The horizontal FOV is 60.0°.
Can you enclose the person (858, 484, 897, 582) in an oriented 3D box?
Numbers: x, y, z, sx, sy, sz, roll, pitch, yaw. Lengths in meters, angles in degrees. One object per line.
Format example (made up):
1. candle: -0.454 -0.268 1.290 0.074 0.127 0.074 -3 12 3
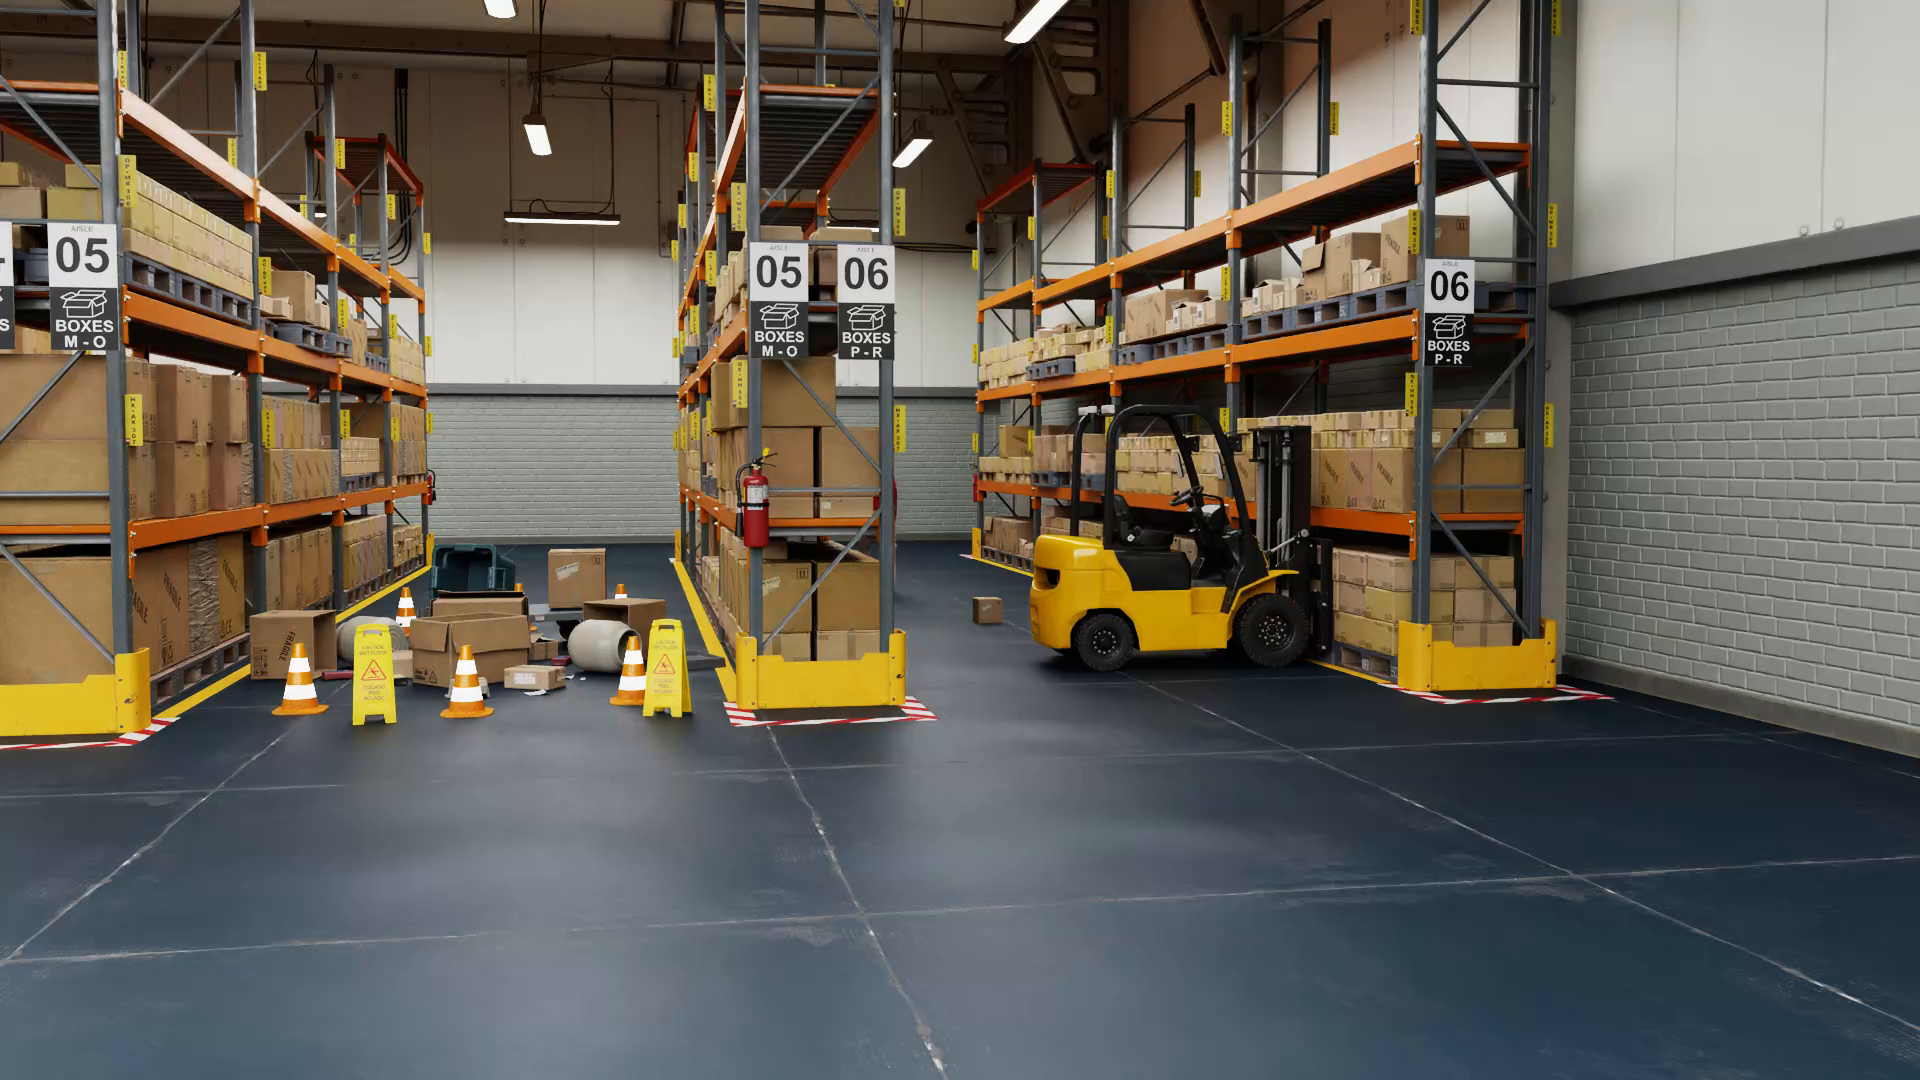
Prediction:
1. person: -1.071 -0.219 21.397 0.552 1.681 0.985 -1 3 -20
